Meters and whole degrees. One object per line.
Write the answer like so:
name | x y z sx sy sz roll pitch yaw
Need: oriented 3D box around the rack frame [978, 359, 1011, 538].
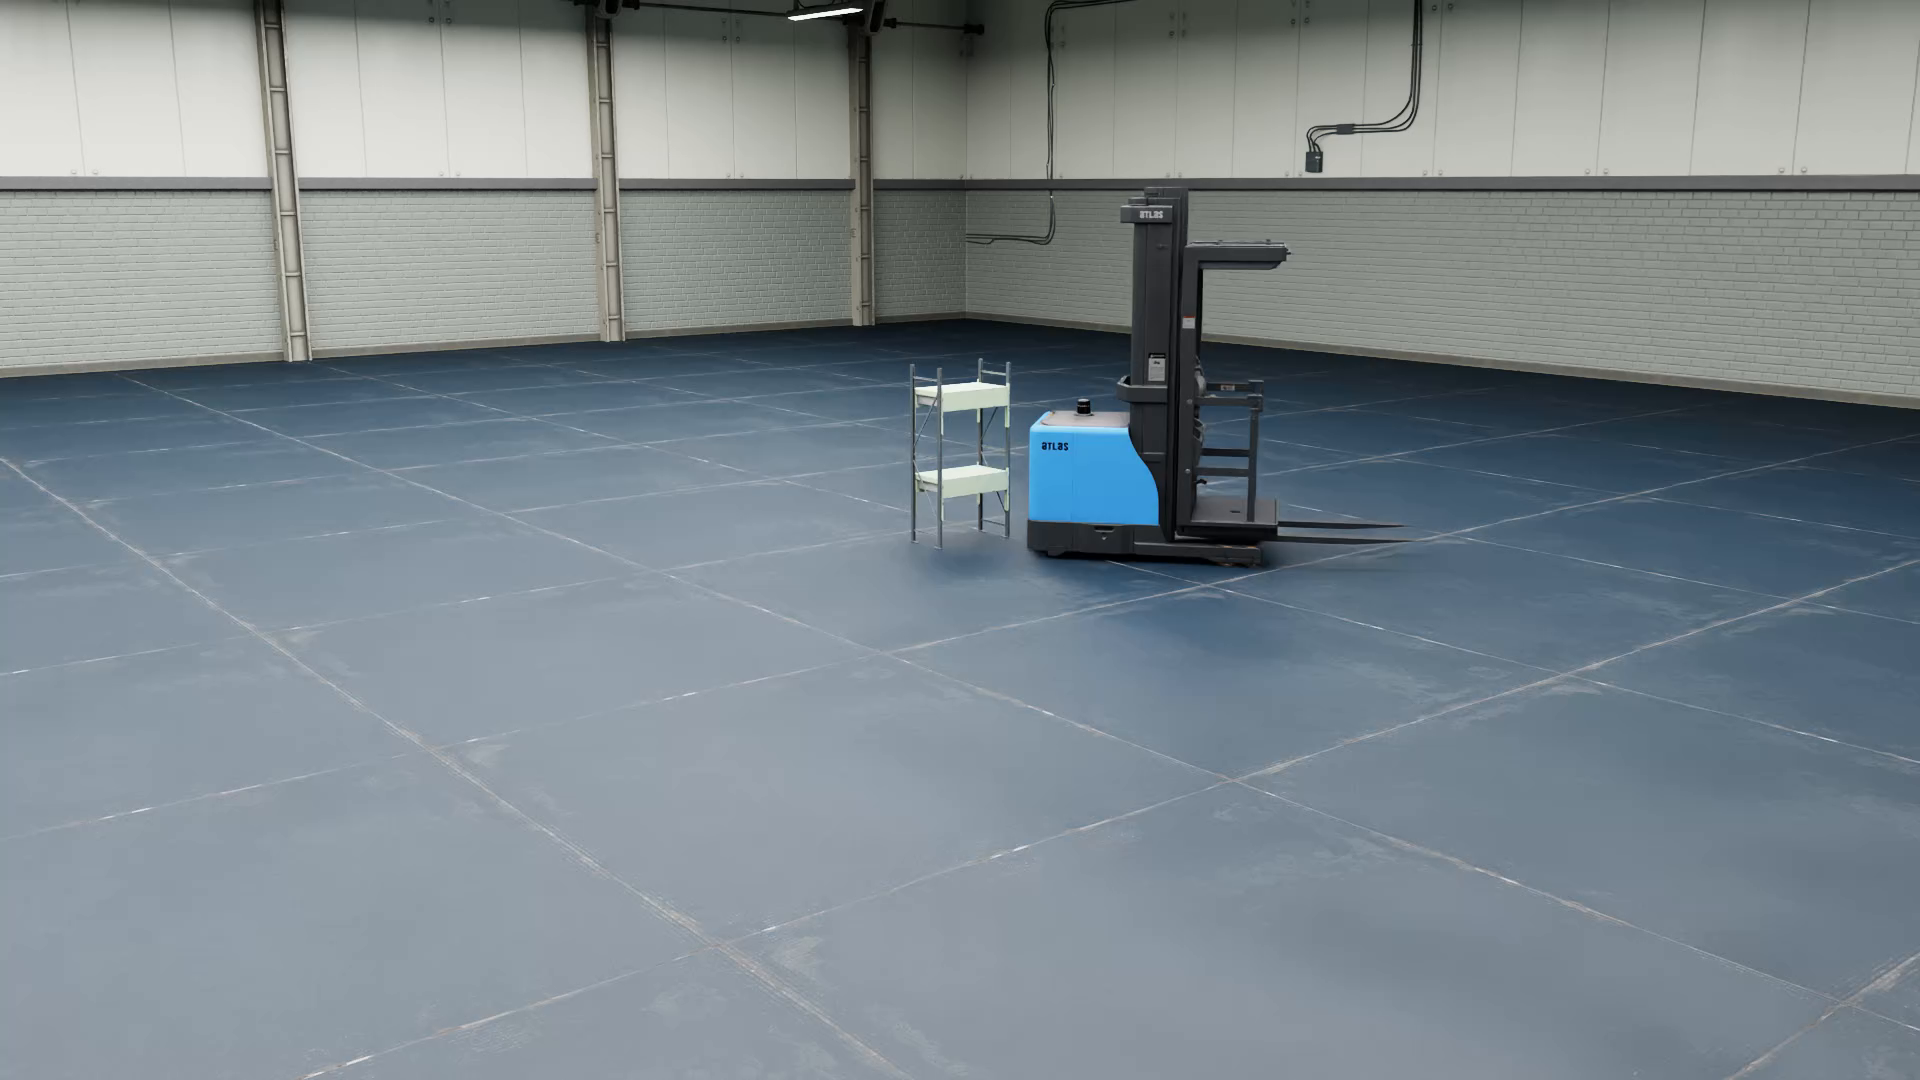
rack frame | 0.291 -0.782 14.201 0.023 1.500 0.400 -9 15 -38

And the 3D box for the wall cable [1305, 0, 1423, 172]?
wall cable | 6.946 -9.366 28.385 0.169 6.003 2.305 -9 15 -38

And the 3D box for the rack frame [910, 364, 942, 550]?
rack frame | -0.281 -0.687 13.753 0.023 1.500 0.400 -9 15 -38

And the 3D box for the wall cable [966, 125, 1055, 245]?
wall cable | 1.028 -7.725 36.322 0.112 2.526 3.097 -9 15 -38

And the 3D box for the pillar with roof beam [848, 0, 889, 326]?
pillar with roof beam | 0.590 -8.378 31.921 0.548 9.000 9.100 -9 15 -38

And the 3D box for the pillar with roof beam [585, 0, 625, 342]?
pillar with roof beam | -4.095 -7.600 28.254 0.548 9.000 9.100 -9 15 -38

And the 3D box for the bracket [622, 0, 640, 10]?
bracket | -6.238 -10.055 31.151 0.430 0.232 0.235 -9 15 -38

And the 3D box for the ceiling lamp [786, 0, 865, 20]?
ceiling lamp | -2.149 -10.660 28.614 0.800 3.185 2.000 -9 15 -38

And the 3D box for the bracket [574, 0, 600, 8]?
bracket | -6.886 -9.947 30.644 0.430 0.232 0.235 -9 15 -38

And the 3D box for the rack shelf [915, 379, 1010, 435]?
rack shelf | 0.005 -1.116 13.896 0.720 0.370 0.431 -9 15 -38

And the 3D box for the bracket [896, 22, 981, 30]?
bracket | -0.164 -11.064 35.905 3.189 0.066 0.076 -9 15 -38

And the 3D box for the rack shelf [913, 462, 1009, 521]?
rack shelf | 0.005 -0.416 14.045 0.720 0.370 0.431 -9 15 -38

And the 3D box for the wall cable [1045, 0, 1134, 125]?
wall cable | 2.718 -9.757 33.731 0.112 2.526 3.097 -9 15 -38

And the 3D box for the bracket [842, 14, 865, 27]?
bracket | -2.201 -10.726 34.310 0.430 0.232 0.235 -9 15 -38

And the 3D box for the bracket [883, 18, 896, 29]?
bracket | -1.553 -10.834 34.818 0.430 0.232 0.235 -9 15 -38

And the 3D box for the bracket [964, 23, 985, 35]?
bracket | 0.297 -11.141 36.266 0.430 0.232 0.235 -9 15 -38

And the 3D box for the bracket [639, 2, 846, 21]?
bracket | -4.213 -10.392 32.736 4.783 0.066 0.076 -9 15 -38

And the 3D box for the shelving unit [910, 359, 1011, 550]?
shelving unit | 0.005 -0.735 13.977 0.755 1.500 0.431 -9 15 -38

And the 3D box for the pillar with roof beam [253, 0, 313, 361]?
pillar with roof beam | -8.780 -6.821 24.588 0.400 9.000 9.100 -9 15 -38

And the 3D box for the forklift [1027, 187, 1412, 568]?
forklift | 2.112 -1.336 13.362 3.031 2.935 1.130 2 12 10
